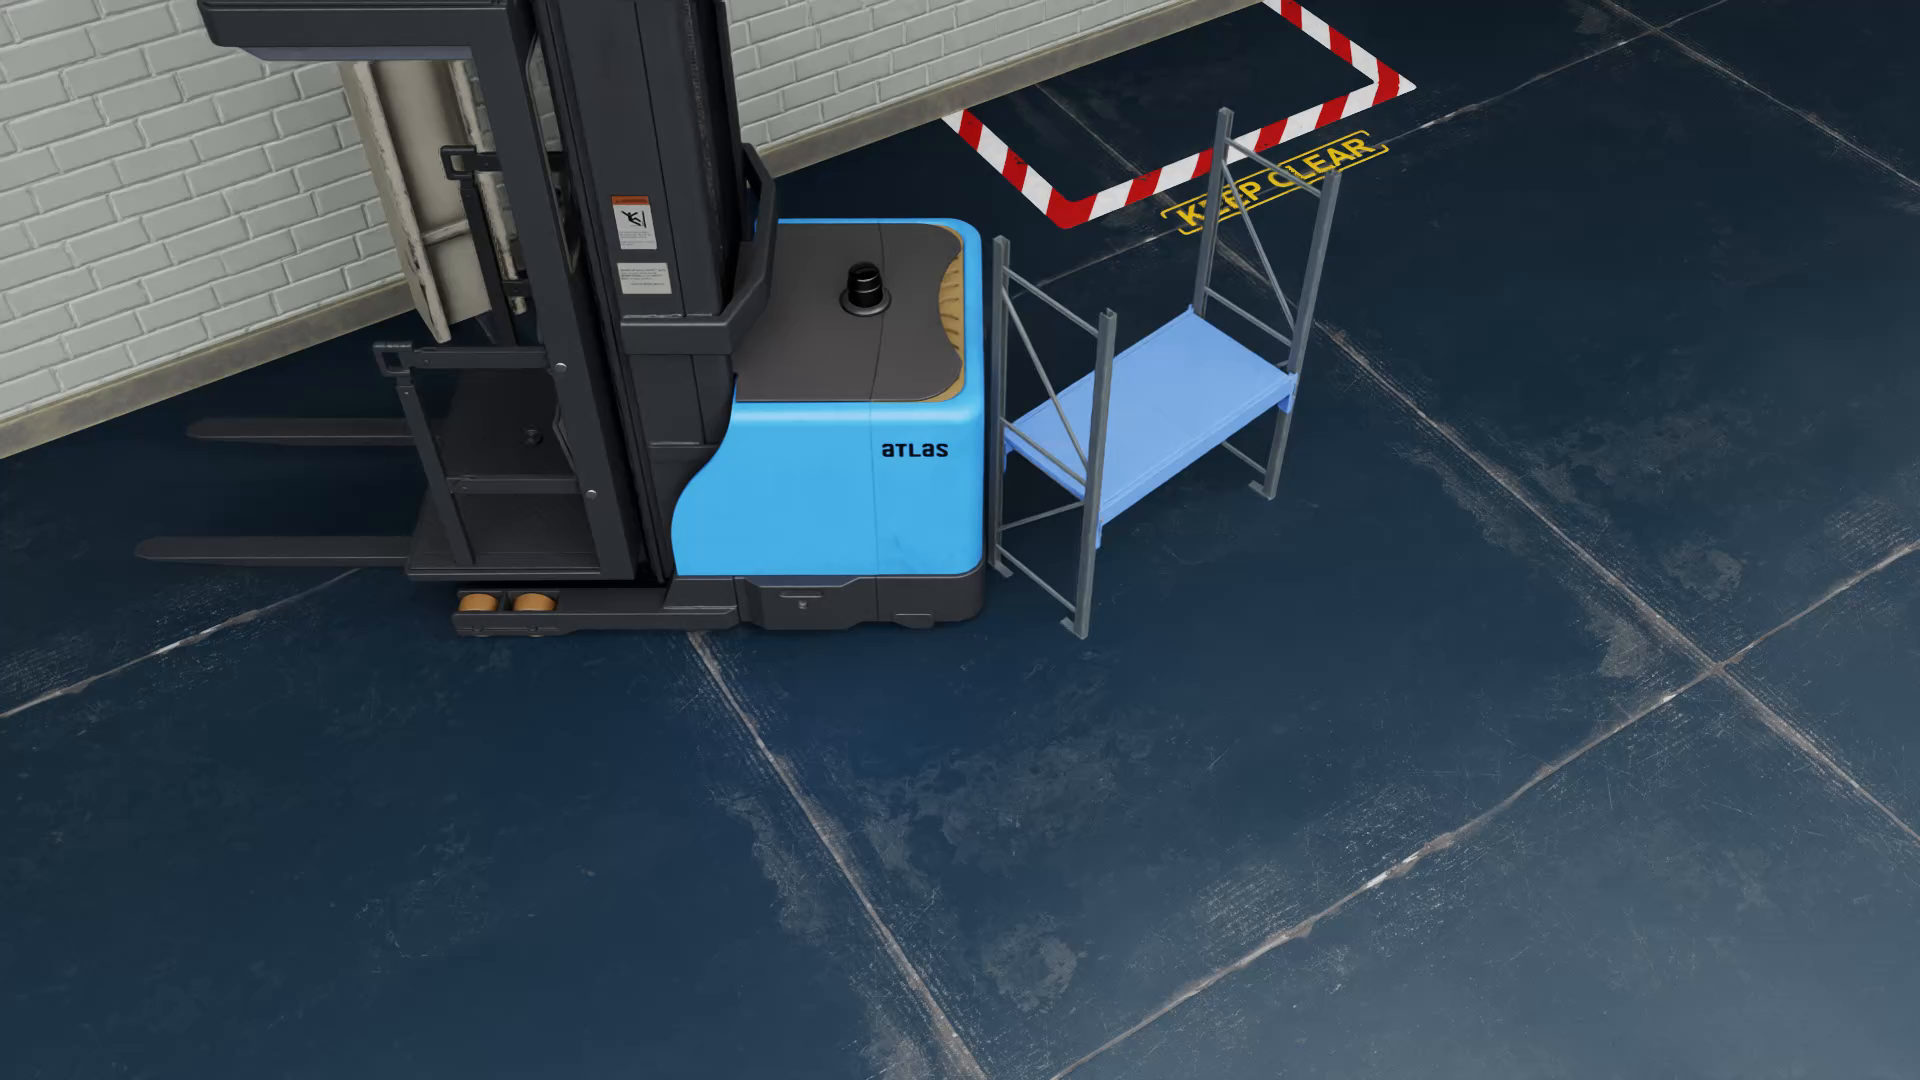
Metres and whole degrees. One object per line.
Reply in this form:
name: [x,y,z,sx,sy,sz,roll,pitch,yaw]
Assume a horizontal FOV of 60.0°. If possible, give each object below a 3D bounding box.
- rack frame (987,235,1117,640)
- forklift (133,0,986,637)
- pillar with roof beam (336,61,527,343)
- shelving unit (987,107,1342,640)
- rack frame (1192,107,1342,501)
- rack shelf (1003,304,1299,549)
rack frame: [0.279,-0.287,5.501,0.032,1.500,0.500,-34,57,-26]
forklift: [-1.427,-1.027,5.202,3.031,2.935,1.130,0,48,0]
pillar with roof beam: [0.195,-1.274,1.359,0.400,9.000,9.100,-25,53,-21]
shelving unit: [0.656,-0.541,5.727,1.048,1.500,0.538,-34,57,-26]
rack frame: [1.034,-0.795,5.954,0.032,1.500,0.500,-34,57,-26]
rack shelf: [0.656,-0.421,5.862,1.000,0.185,0.538,-34,57,-26]
